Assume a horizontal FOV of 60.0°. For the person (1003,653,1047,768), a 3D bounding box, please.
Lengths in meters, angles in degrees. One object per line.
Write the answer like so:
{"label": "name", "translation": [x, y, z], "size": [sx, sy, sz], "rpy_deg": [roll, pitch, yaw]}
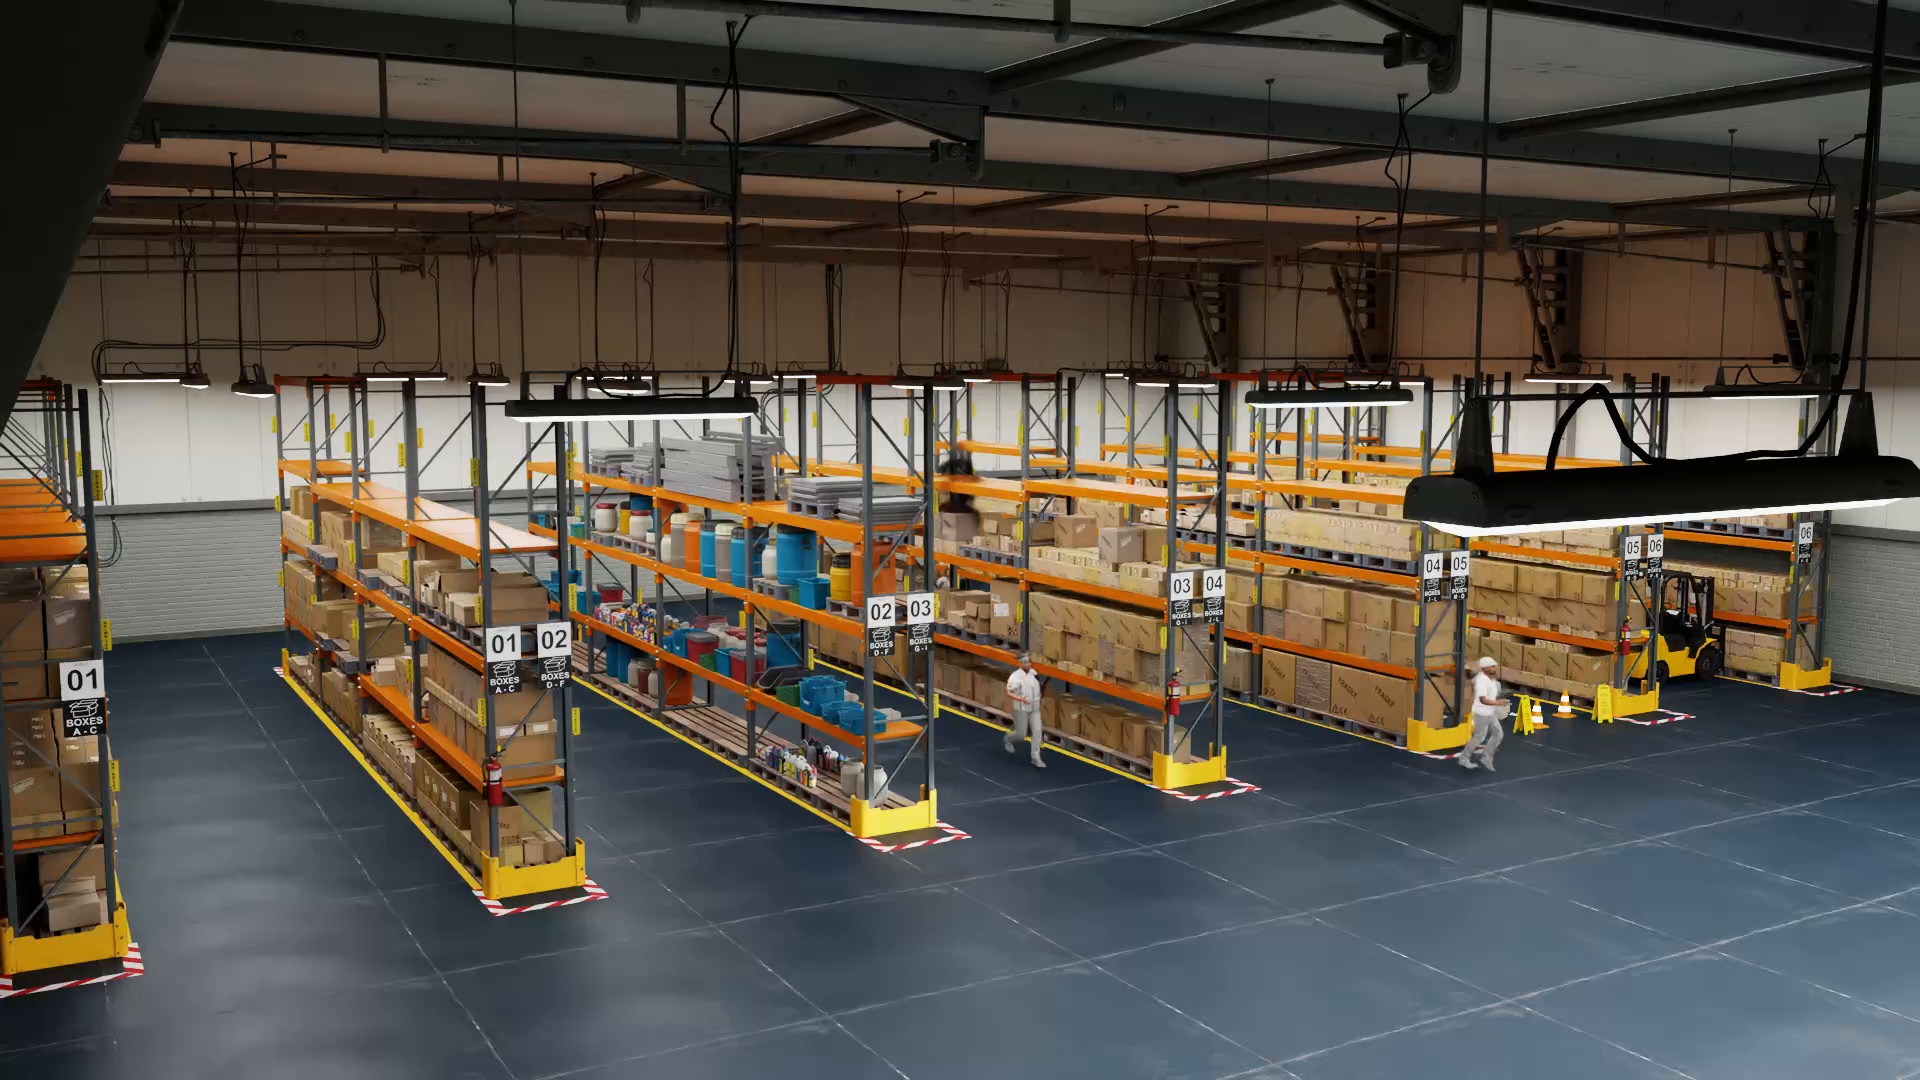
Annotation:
{"label": "person", "translation": [1.042, 2.622, 25.993], "size": [0.677, 1.763, 0.965], "rpy_deg": [-4, 7, -31]}

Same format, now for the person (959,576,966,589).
{"label": "person", "translation": [0.108, 0.968, 42.152], "size": [0.466, 1.548, 0.602], "rpy_deg": [2, 7, 21]}

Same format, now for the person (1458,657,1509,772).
{"label": "person", "translation": [8.050, 2.691, 25.480], "size": [0.736, 1.831, 0.722], "rpy_deg": [3, 7, 29]}

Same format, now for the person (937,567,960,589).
{"label": "person", "translation": [-0.261, 1.419, 37.762], "size": [0.508, 1.650, 0.716], "rpy_deg": [-3, 7, -26]}
